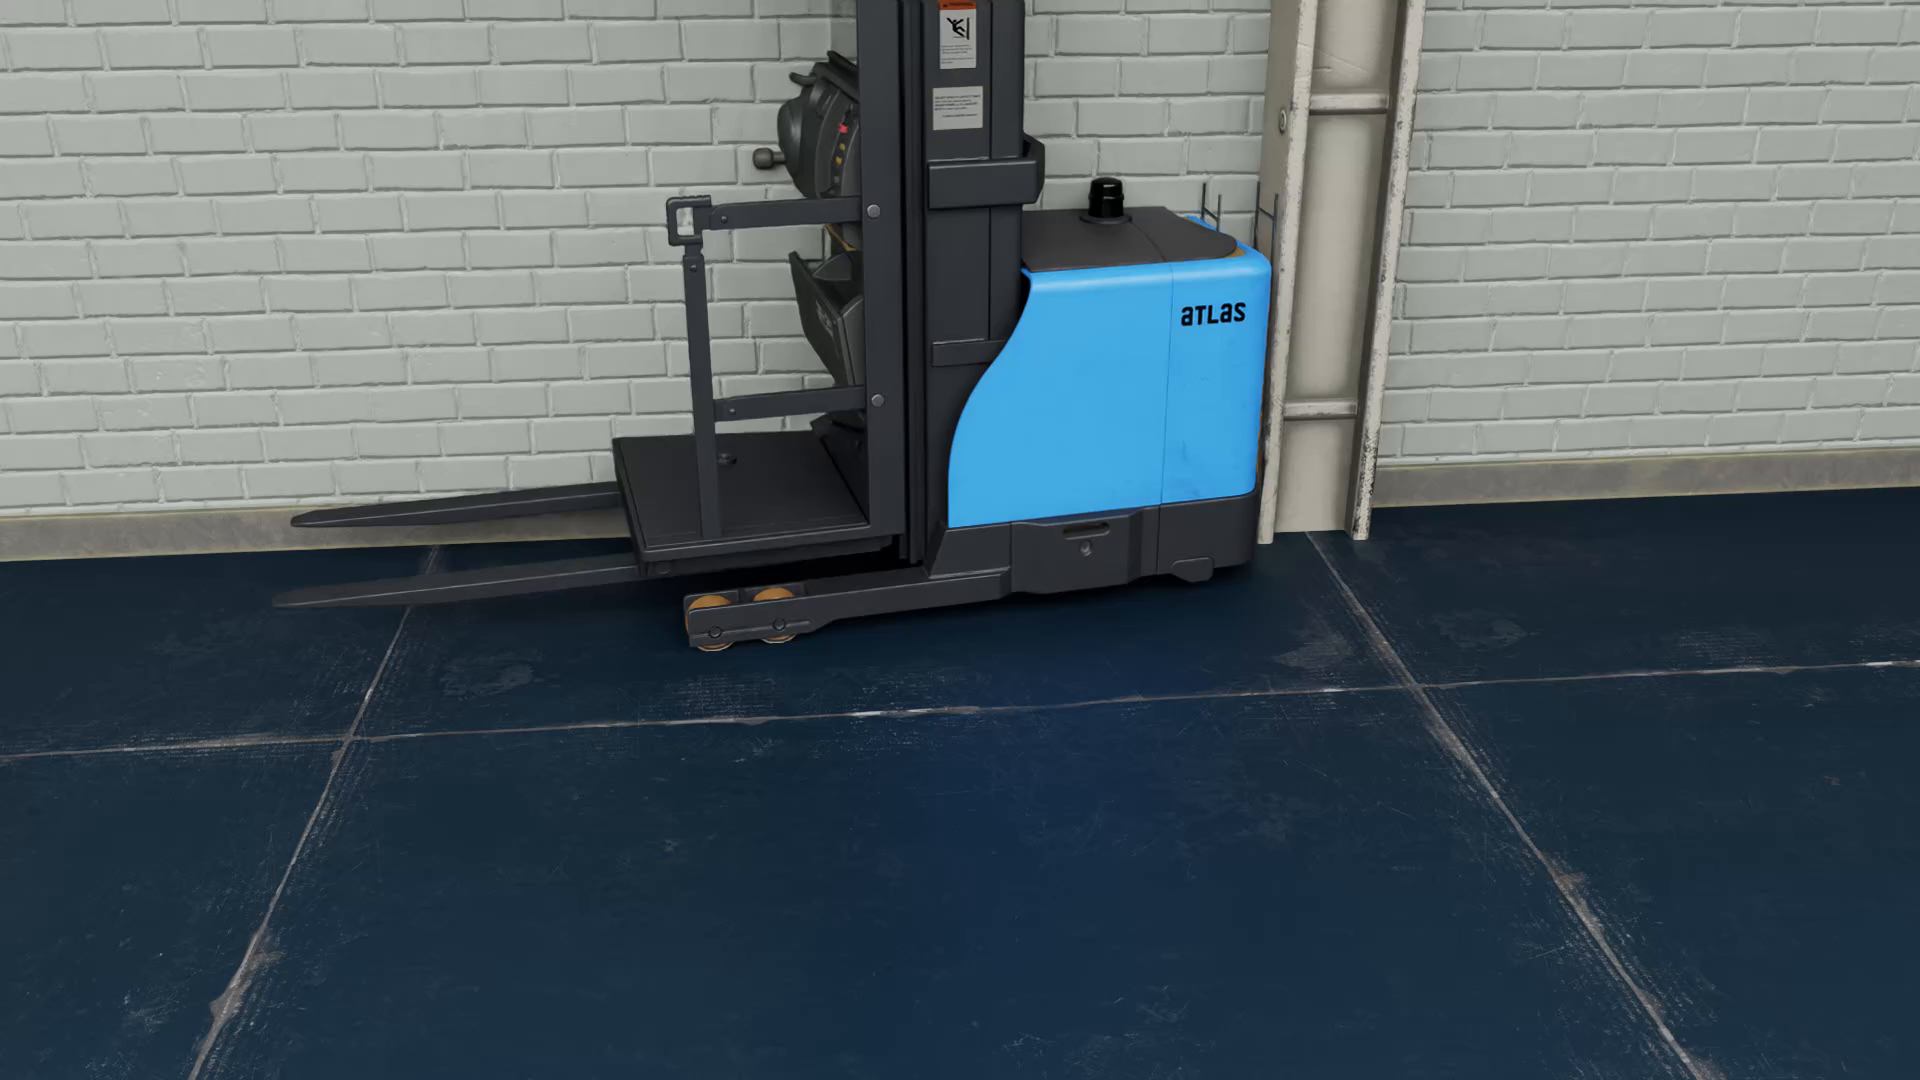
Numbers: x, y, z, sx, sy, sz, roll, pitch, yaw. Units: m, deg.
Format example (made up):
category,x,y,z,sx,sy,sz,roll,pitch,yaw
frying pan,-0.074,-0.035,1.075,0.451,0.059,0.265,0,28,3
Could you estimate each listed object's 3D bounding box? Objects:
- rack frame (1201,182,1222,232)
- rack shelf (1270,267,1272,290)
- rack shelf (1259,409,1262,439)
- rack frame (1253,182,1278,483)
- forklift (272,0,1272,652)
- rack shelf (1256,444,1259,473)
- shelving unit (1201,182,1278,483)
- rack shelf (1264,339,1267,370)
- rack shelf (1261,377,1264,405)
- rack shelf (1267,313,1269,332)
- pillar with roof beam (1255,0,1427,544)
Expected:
category,x,y,z,sx,sy,sz,roll,pitch,yaw
rack frame,0.815,-0.579,5.602,0.006,1.200,0.240,-2,22,-5
rack shelf,0.907,-0.876,5.494,0.180,0.103,0.258,-2,22,-5
rack shelf,0.906,-0.429,5.670,0.180,0.103,0.258,-2,22,-5
rack frame,0.998,-0.585,5.618,0.006,1.200,0.240,-2,22,-5
forklift,-0.607,-1.242,4.935,3.031,2.935,1.130,-6,25,-14
rack shelf,0.906,-0.317,5.714,0.180,0.103,0.258,-2,22,-5
shelving unit,0.907,-0.582,5.610,0.189,1.200,0.258,-2,22,-5
rack shelf,0.907,-0.652,5.582,0.180,0.103,0.258,-2,22,-5
rack shelf,0.906,-0.541,5.626,0.180,0.103,0.258,-2,22,-5
rack shelf,0.907,-0.764,5.538,0.180,0.103,0.258,-2,22,-5
pillar with roof beam,1.626,-2.429,0.135,0.400,9.000,9.100,-2,24,-5
